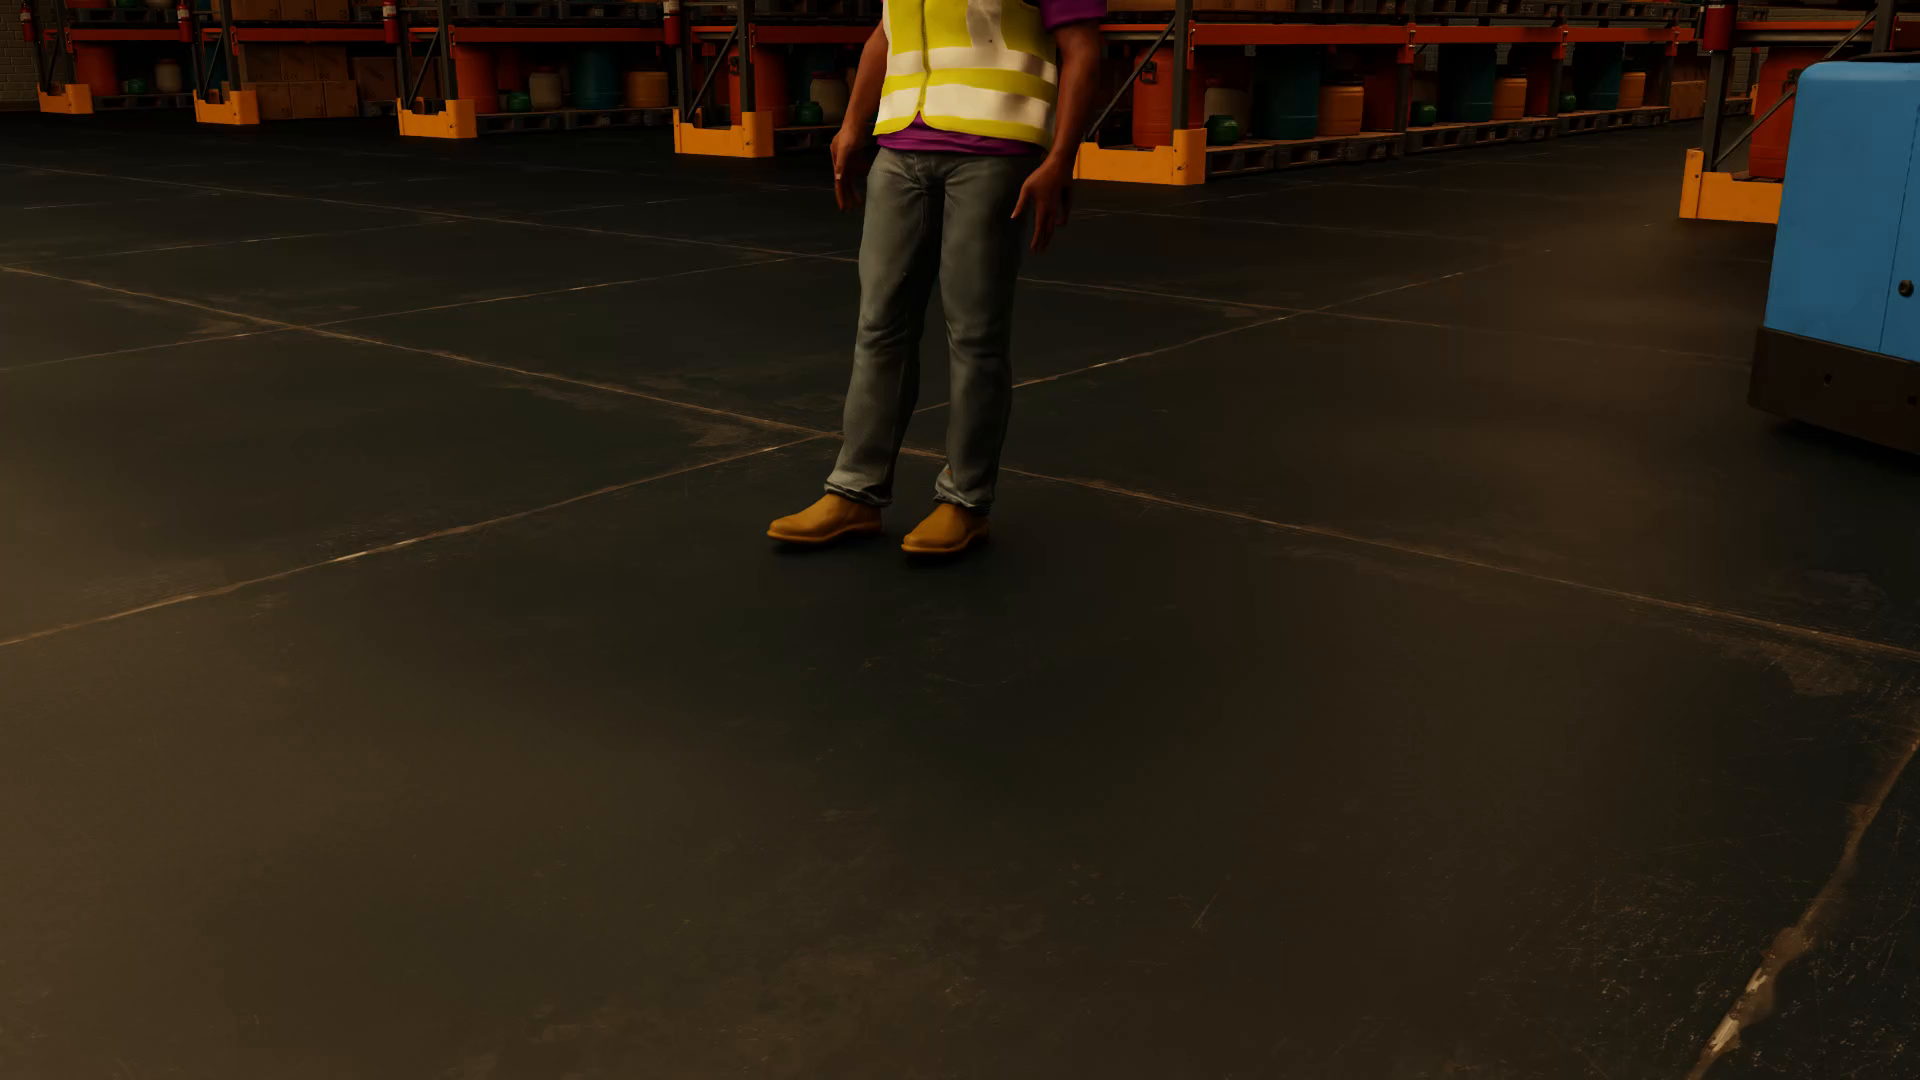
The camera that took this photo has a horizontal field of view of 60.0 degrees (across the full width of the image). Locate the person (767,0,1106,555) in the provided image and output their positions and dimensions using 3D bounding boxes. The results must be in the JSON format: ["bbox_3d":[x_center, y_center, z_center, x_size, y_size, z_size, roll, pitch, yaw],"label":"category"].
[{"bbox_3d":[-0.049,-0.838,3.636,0.666,1.765,0.577,13,21,37],"label":"person"}]

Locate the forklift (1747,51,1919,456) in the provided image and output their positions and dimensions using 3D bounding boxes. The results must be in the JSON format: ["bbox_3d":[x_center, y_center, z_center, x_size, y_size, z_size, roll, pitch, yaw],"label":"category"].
[{"bbox_3d":[3.962,-1.727,4.584,3.031,2.935,1.130,-4,17,-14],"label":"forklift"}]
